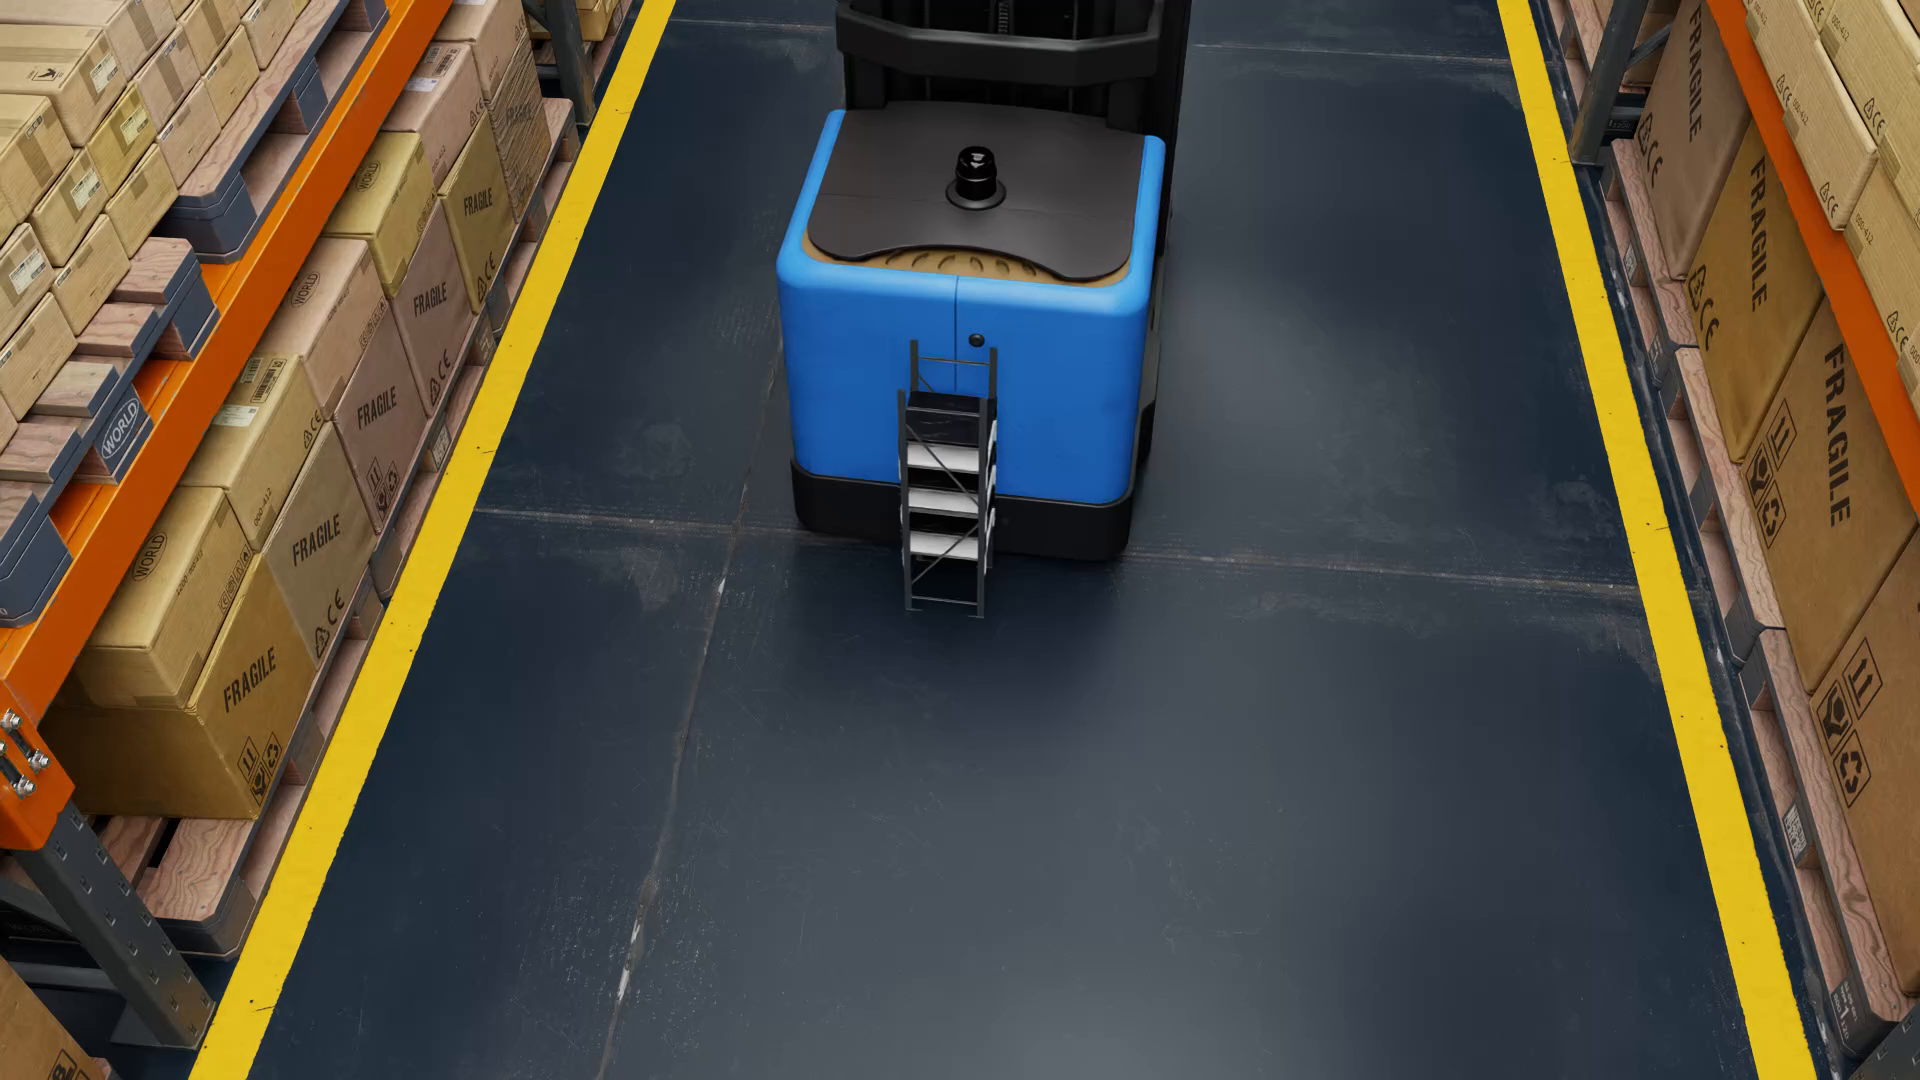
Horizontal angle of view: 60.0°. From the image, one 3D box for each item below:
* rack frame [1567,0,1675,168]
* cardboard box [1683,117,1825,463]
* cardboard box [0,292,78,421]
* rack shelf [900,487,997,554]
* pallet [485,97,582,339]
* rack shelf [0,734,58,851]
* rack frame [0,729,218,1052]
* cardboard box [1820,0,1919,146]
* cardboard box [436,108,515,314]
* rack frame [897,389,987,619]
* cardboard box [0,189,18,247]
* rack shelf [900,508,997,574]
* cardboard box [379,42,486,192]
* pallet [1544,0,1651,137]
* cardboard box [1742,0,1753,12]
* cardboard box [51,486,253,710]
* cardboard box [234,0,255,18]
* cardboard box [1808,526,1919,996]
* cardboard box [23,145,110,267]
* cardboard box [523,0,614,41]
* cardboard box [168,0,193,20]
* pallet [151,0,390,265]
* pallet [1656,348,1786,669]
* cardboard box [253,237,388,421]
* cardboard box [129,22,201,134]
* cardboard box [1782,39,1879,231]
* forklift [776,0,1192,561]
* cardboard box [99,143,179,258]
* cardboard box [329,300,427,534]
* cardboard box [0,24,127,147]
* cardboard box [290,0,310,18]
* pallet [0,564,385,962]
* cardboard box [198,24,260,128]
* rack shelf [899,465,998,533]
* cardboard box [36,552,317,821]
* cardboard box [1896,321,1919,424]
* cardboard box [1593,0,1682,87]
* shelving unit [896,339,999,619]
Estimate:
[{"bbox_3d":[2.934,-2.512,5.514,1.000,3.000,0.127,4,48,4],"label":"rack frame"},{"bbox_3d":[2.883,-0.811,5.114,0.875,0.875,0.875,5,48,5],"label":"cardboard box"},{"bbox_3d":[-2.103,-0.400,3.469,0.380,0.149,0.250,6,48,5],"label":"cardboard box"},{"bbox_3d":[-0.032,-0.071,4.872,0.258,0.077,0.200,6,48,6],"label":"rack shelf"},{"bbox_3d":[-2.074,-1.257,6.257,1.003,0.211,1.213,4,48,4],"label":"pallet"},{"bbox_3d":[-2.551,1.882,1.984,1.077,0.370,4.000,4,48,4],"label":"rack shelf"},{"bbox_3d":[-2.369,0.169,3.063,1.000,3.000,0.127,4,48,4],"label":"rack frame"},{"bbox_3d":[2.477,-1.200,4.077,0.500,0.250,0.500,3,48,2],"label":"cardboard box"},{"bbox_3d":[-1.868,-1.131,5.661,0.500,0.500,0.500,3,48,3],"label":"cardboard box"},{"bbox_3d":[-0.047,-0.080,4.713,0.240,0.900,0.006,6,48,6],"label":"rack frame"},{"bbox_3d":[-2.112,-0.613,3.260,0.380,0.149,0.250,3,48,2],"label":"cardboard box"},{"bbox_3d":[-0.032,-0.010,4.939,0.258,0.077,0.200,6,48,6],"label":"rack shelf"},{"bbox_3d":[-1.881,-1.380,5.381,0.500,0.250,0.500,6,48,5],"label":"cardboard box"},{"bbox_3d":[3.081,-2.124,7.050,1.003,0.211,1.213,4,48,4],"label":"pallet"},{"bbox_3d":[2.585,-1.775,4.942,0.500,0.250,0.500,3,48,3],"label":"cardboard box"},{"bbox_3d":[-2.065,0.128,4.002,0.500,0.250,0.500,2,48,2],"label":"cardboard box"},{"bbox_3d":[-1.988,-1.475,4.250,0.380,0.149,0.250,5,48,5],"label":"cardboard box"},{"bbox_3d":[2.715,0.501,3.914,0.875,0.875,0.875,3,48,3],"label":"cardboard box"},{"bbox_3d":[-2.081,-0.726,3.565,0.380,0.149,0.250,3,48,2],"label":"cardboard box"},{"bbox_3d":[-1.651,-2.196,6.873,0.380,0.149,0.250,2,48,2],"label":"cardboard box"},{"bbox_3d":[-2.016,-1.381,3.963,0.380,0.149,0.250,5,48,5],"label":"cardboard box"},{"bbox_3d":[-2.229,-1.224,4.466,1.003,0.211,1.213,4,48,4],"label":"pallet"},{"bbox_3d":[2.830,-0.099,5.198,1.003,0.211,1.213,4,48,4],"label":"pallet"},{"bbox_3d":[-1.961,-0.608,4.674,0.500,0.250,0.500,4,48,4],"label":"cardboard box"},{"bbox_3d":[-2.035,-1.094,3.902,0.380,0.149,0.250,4,48,4],"label":"cardboard box"},{"bbox_3d":[2.468,-1.033,4.263,0.500,0.250,0.500,3,48,3],"label":"cardboard box"},{"bbox_3d":[0.206,-2.026,5.117,1.130,2.935,3.031,6,48,6],"label":"forklift"},{"bbox_3d":[-2.056,-0.797,3.832,0.380,0.149,0.250,6,48,5],"label":"cardboard box"},{"bbox_3d":[-1.966,-0.379,4.973,0.500,0.500,0.500,3,48,3],"label":"cardboard box"},{"bbox_3d":[-2.061,-0.987,3.603,0.380,0.149,0.250,2,48,2],"label":"cardboard box"},{"bbox_3d":[-1.959,-1.564,4.534,0.380,0.149,0.250,6,48,5],"label":"cardboard box"},{"bbox_3d":[-2.296,0.536,4.617,1.003,0.211,1.213,4,48,4],"label":"pallet"},{"bbox_3d":[-2.008,-1.177,4.180,0.380,0.149,0.250,4,48,4],"label":"cardboard box"},{"bbox_3d":[-0.032,-0.132,4.806,0.258,0.077,0.200,6,48,6],"label":"rack shelf"},{"bbox_3d":[-2.051,0.368,4.290,0.500,0.500,0.500,2,48,2],"label":"cardboard box"},{"bbox_3d":[2.388,-0.287,3.582,0.500,0.250,0.500,5,48,4],"label":"cardboard box"},{"bbox_3d":[3.098,-2.243,6.720,0.875,0.438,0.875,3,48,3],"label":"cardboard box"},{"bbox_3d":[-0.032,-0.154,4.781,0.258,0.900,0.210,6,48,6],"label":"shelving unit"}]
